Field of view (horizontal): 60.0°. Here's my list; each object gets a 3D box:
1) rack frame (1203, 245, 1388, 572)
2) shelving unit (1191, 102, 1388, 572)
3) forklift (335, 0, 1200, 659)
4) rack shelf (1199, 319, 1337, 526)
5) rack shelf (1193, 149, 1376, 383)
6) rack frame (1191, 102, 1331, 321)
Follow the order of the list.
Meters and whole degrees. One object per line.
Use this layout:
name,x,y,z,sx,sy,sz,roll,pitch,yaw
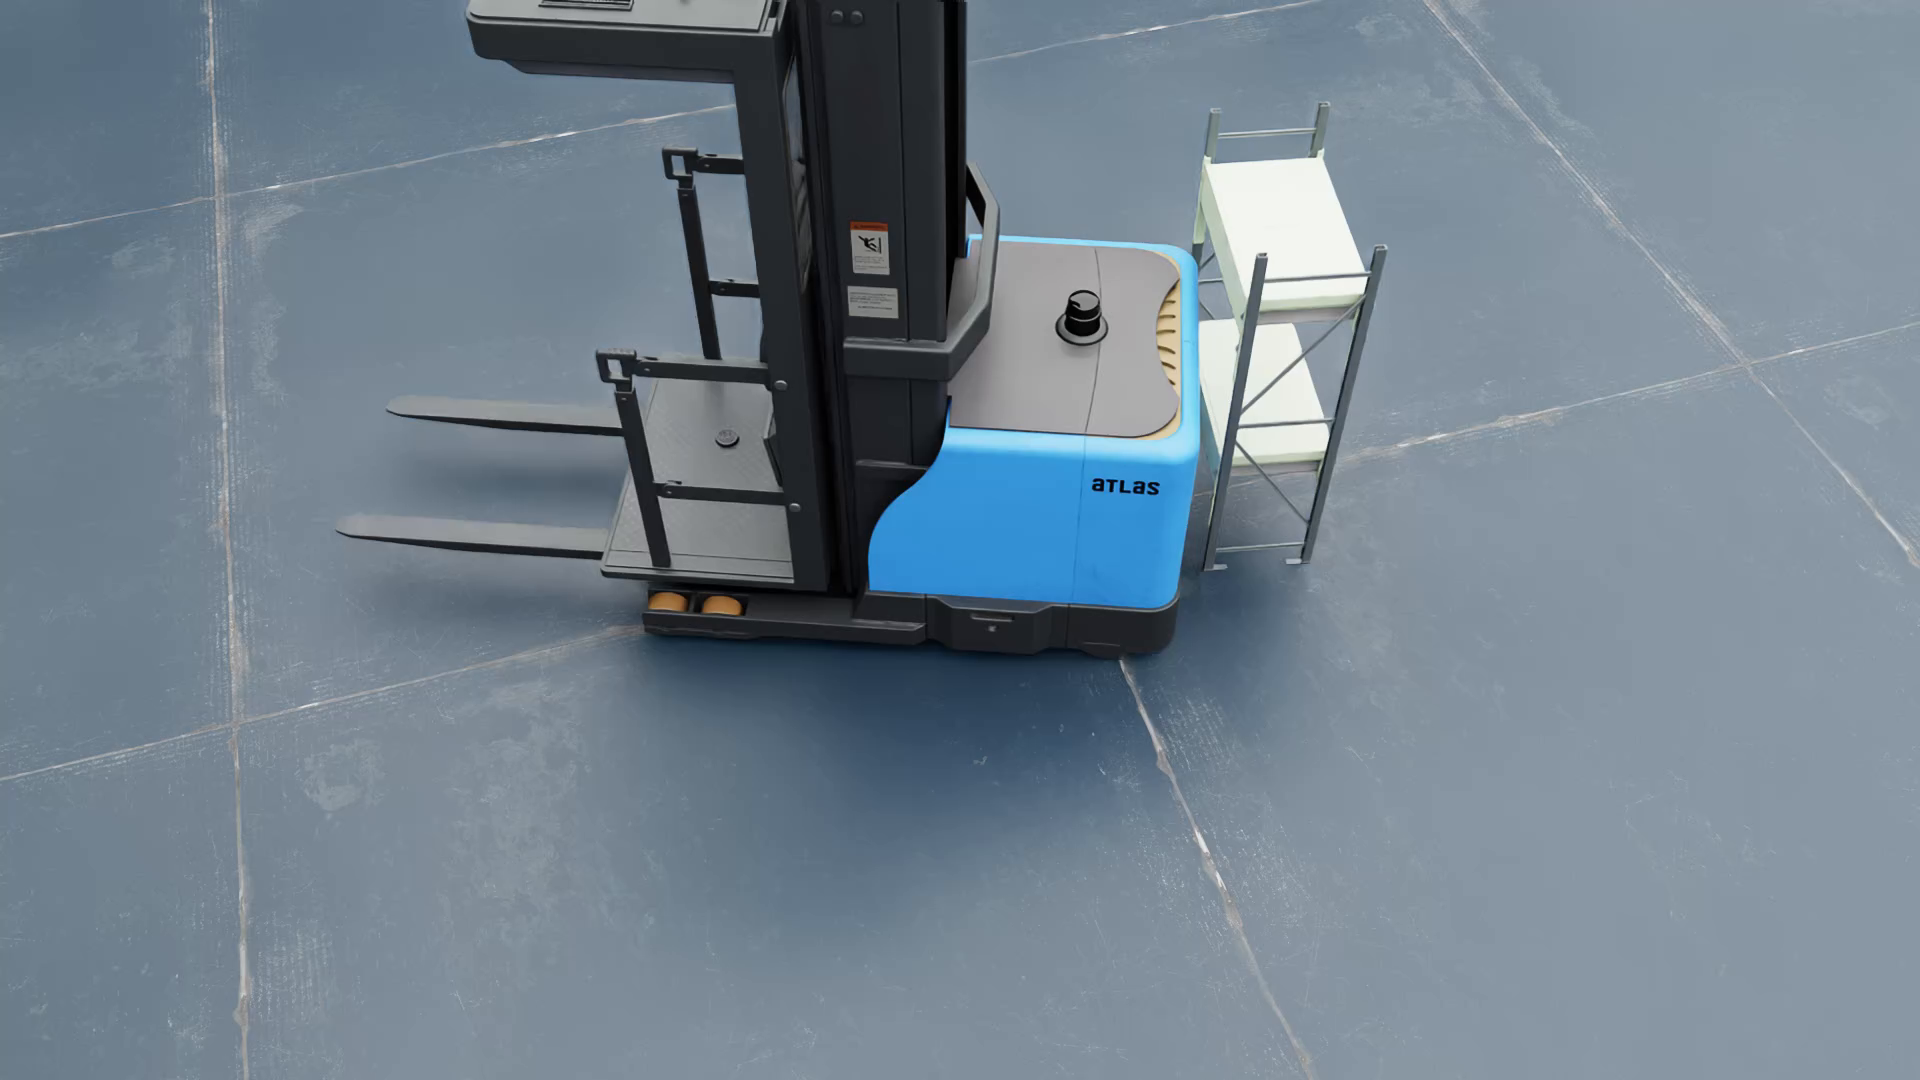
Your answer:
rack frame,1.097,-0.389,5.596,0.400,1.500,0.023,-4,50,-3
shelving unit,1.063,-0.668,5.831,0.431,1.500,0.755,-4,50,-3
forklift,-0.718,-0.991,5.169,3.031,2.935,1.130,4,50,3
rack shelf,1.064,-0.458,6.080,0.431,0.370,0.720,-4,50,-3
rack shelf,1.061,-0.919,5.533,0.431,0.370,0.720,-4,50,-3
rack frame,1.029,-0.947,6.066,0.400,1.500,0.023,-4,50,-3
